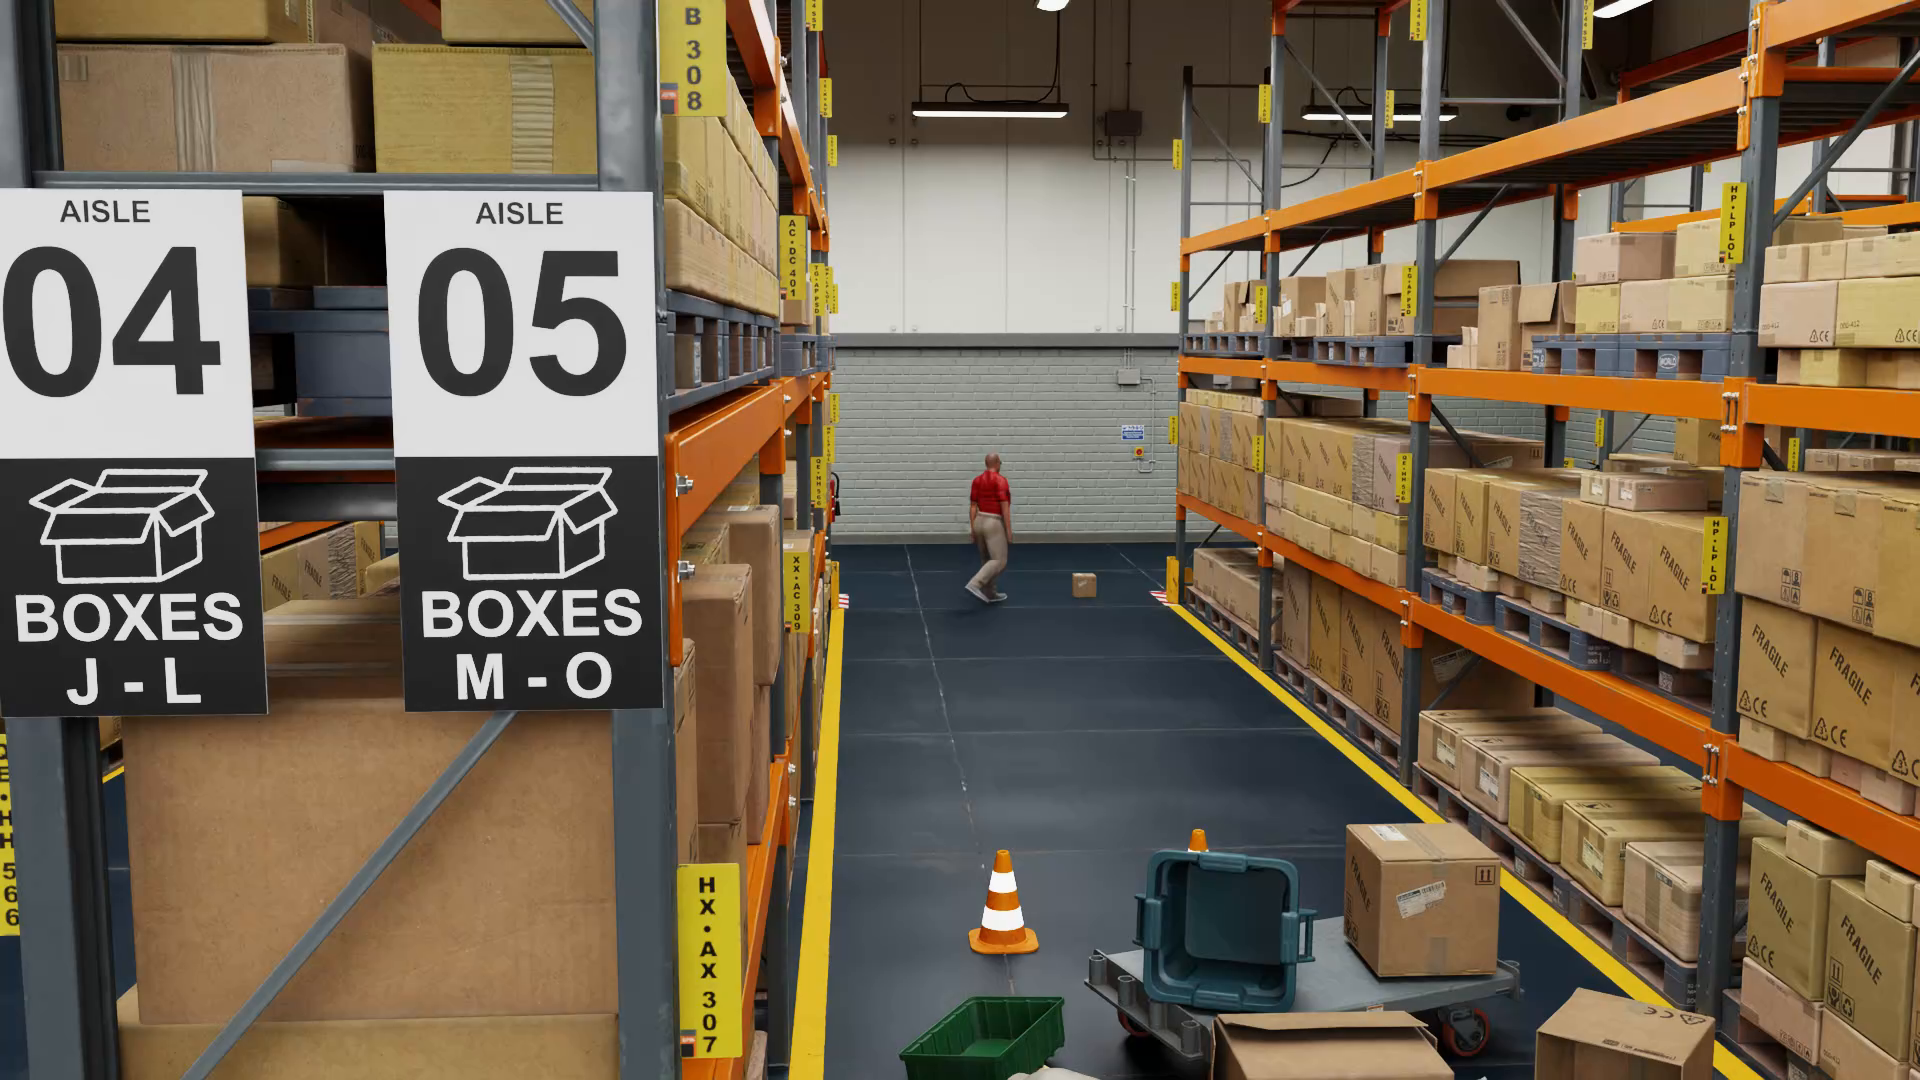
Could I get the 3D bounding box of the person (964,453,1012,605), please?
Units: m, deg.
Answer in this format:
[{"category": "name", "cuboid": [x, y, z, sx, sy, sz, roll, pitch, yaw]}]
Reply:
[{"category": "person", "cuboid": [0.308, -0.119, 18.680, 0.841, 1.708, 0.592, -6, 9, -42]}]
